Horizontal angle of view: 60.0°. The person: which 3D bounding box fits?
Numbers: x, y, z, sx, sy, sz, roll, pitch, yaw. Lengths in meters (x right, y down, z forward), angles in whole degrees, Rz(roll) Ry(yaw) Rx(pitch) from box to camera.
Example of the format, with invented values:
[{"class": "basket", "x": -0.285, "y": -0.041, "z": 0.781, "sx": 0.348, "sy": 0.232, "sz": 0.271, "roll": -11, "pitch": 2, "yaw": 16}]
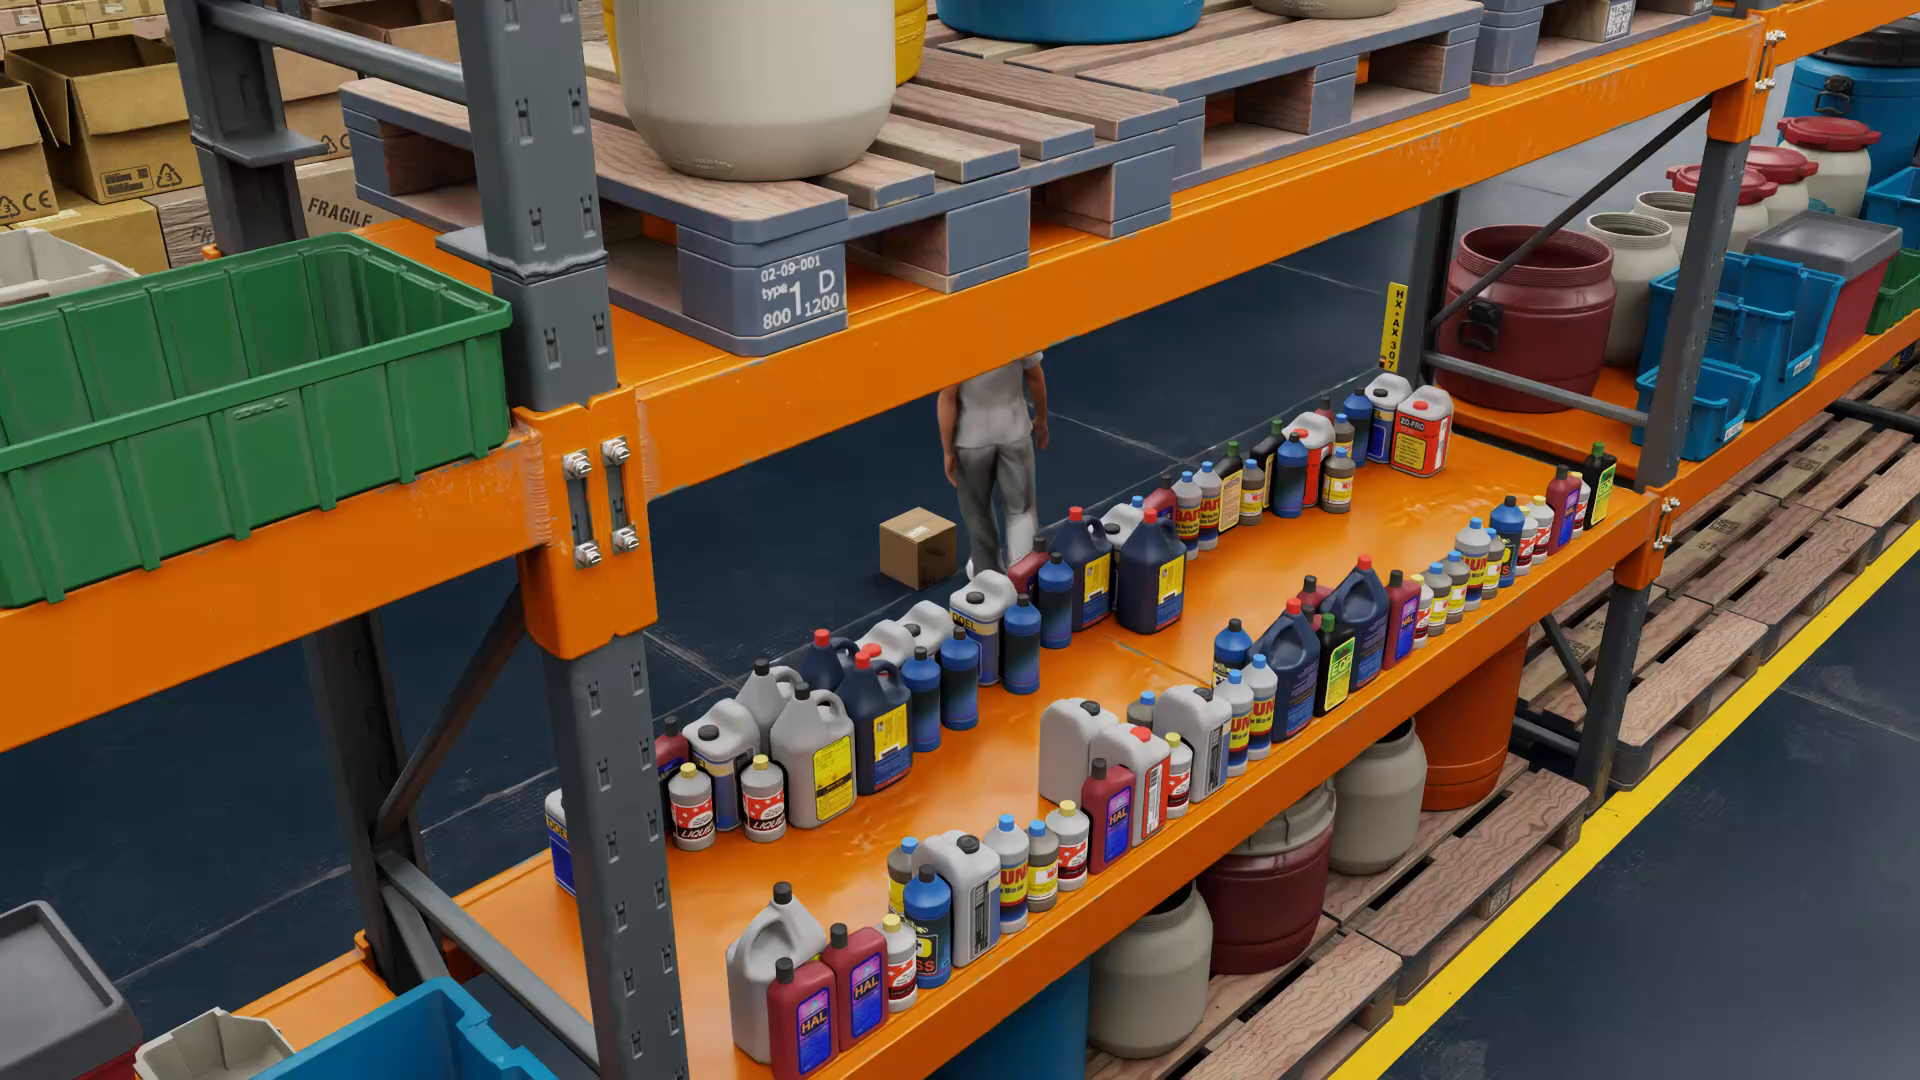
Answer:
[{"class": "person", "x": 0.153, "y": -0.396, "z": 6.865, "sx": 0.524, "sy": 1.656, "sz": 0.848, "roll": -7, "pitch": 29, "yaw": -12}]
